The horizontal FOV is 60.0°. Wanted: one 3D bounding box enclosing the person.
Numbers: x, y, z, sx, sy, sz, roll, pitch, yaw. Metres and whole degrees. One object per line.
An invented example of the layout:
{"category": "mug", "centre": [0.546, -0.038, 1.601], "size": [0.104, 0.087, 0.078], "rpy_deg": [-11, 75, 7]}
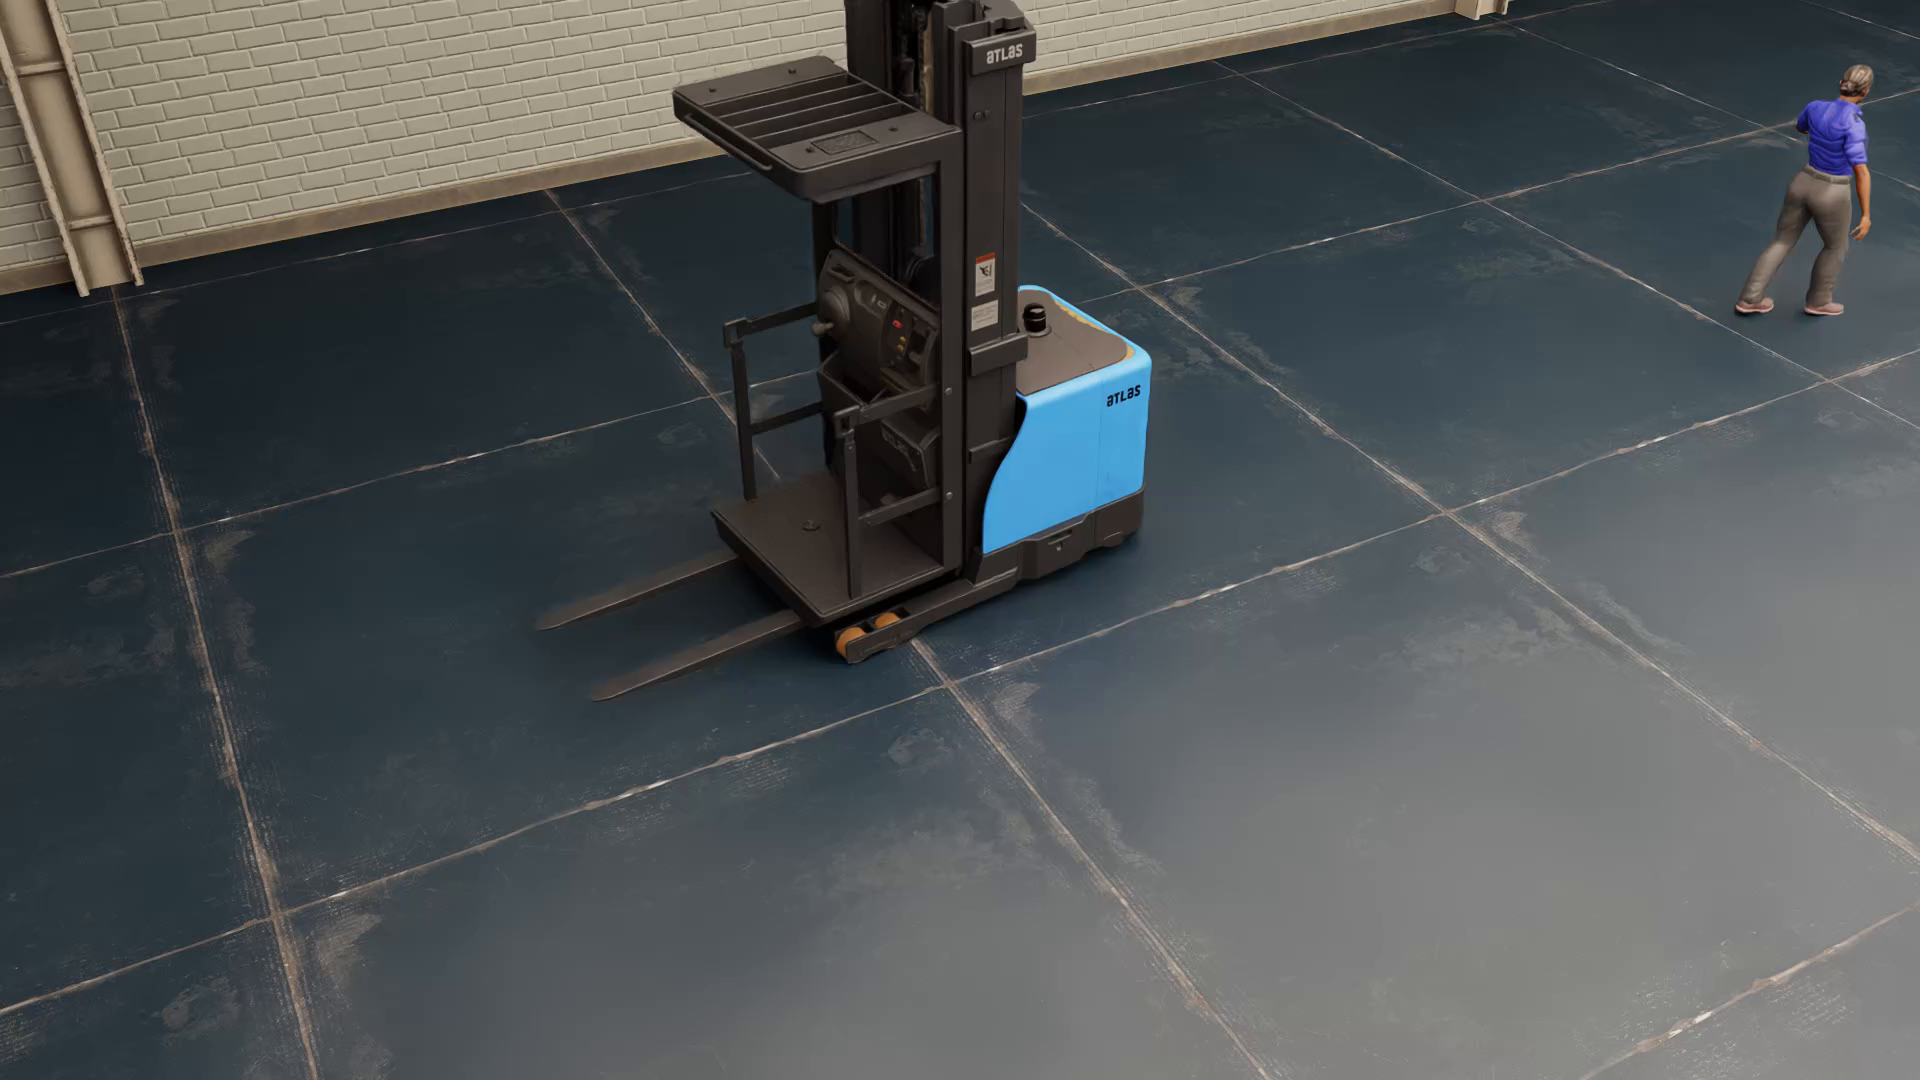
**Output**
{"category": "person", "centre": [5.384, -2.127, 10.277], "size": [0.730, 1.636, 0.892], "rpy_deg": [-14, 38, -19]}

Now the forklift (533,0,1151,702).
{"category": "forklift", "centre": [-0.551, -0.965, 7.489], "size": [3.031, 2.935, 1.130], "rpy_deg": [-22, 41, -28]}
